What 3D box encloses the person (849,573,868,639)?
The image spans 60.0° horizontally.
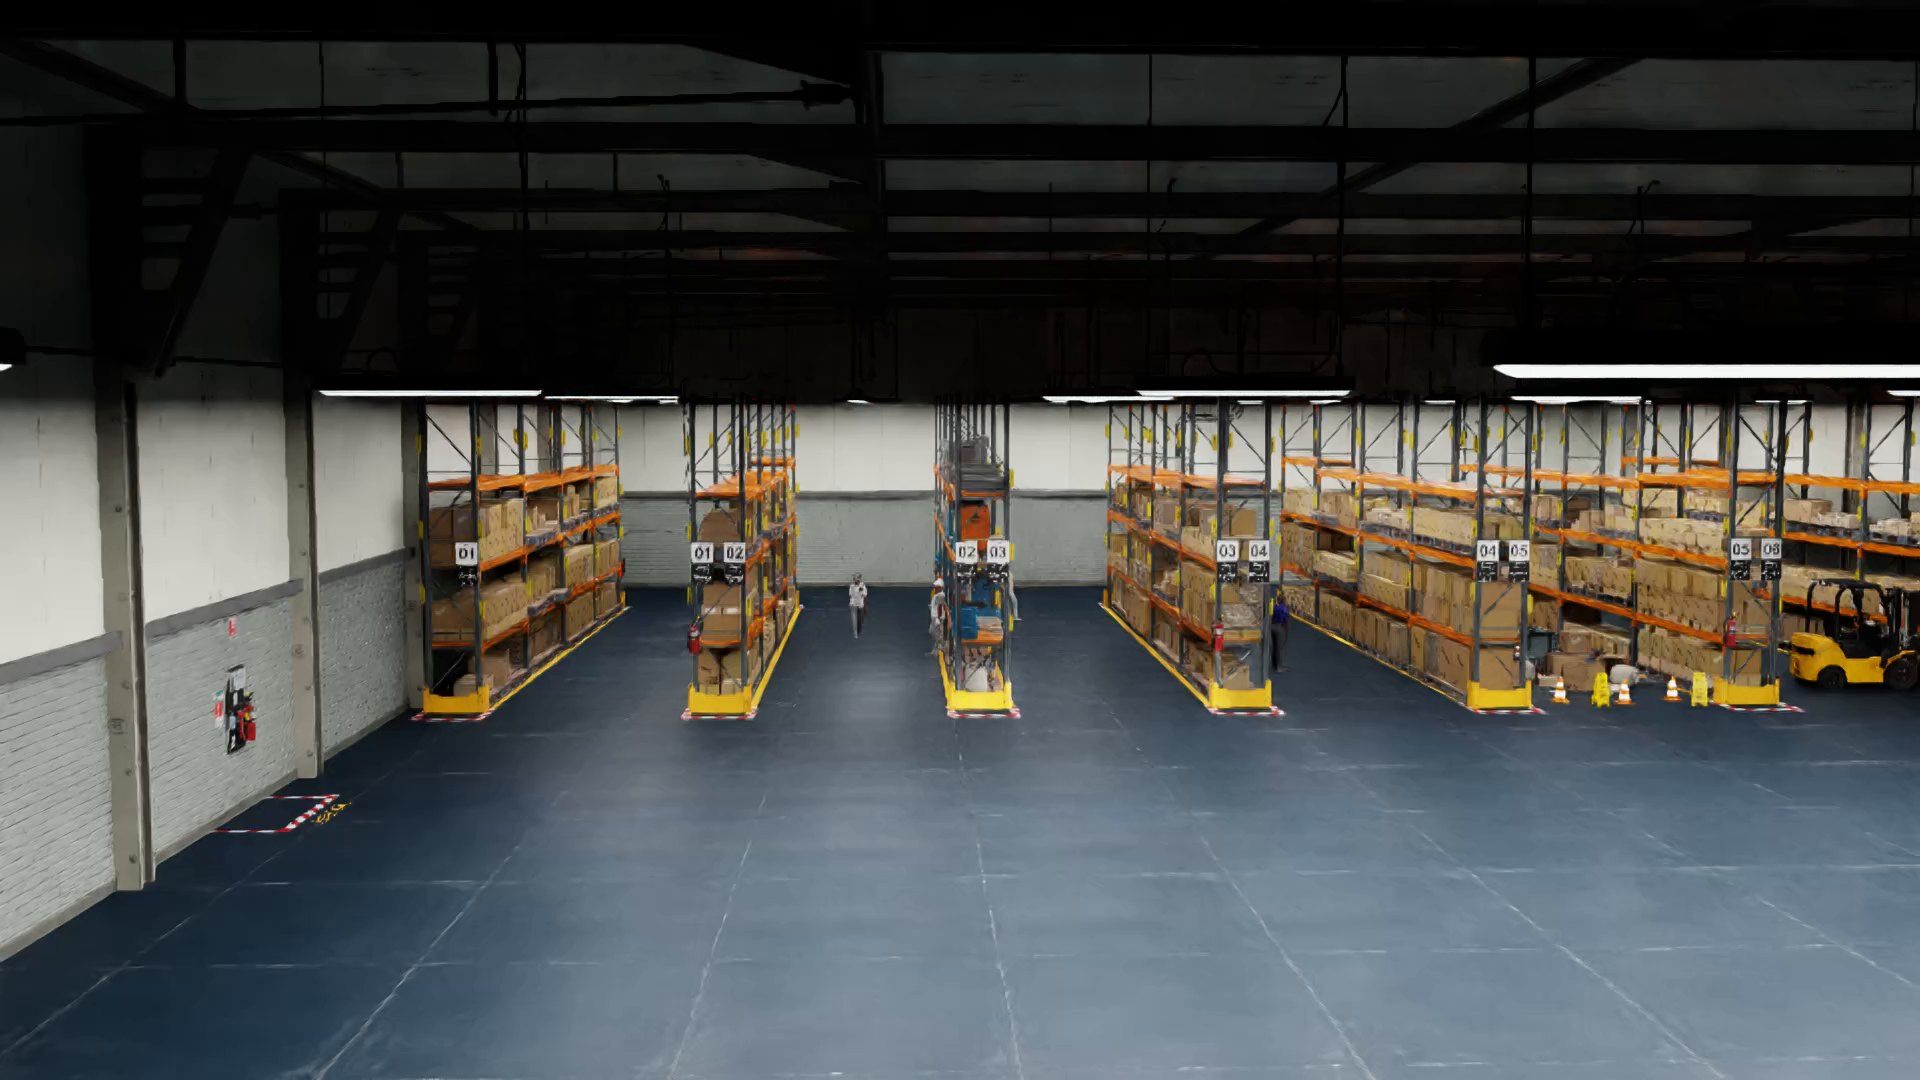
[{"bbox_3d":[-2.511,1.610,41.132,0.463,1.625,0.998,0,5,-3],"label":"person"}]

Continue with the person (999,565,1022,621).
[{"bbox_3d":[1.232,1.352,44.456,0.609,1.604,0.814,-2,5,-19],"label":"person"}]

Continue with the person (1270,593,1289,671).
[{"bbox_3d":[6.985,1.988,36.132,0.440,1.666,0.551,-2,5,-28],"label":"person"}]

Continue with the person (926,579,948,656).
[{"bbox_3d":[-0.530,1.777,38.016,0.482,1.779,0.635,0,5,-6],"label":"person"}]
